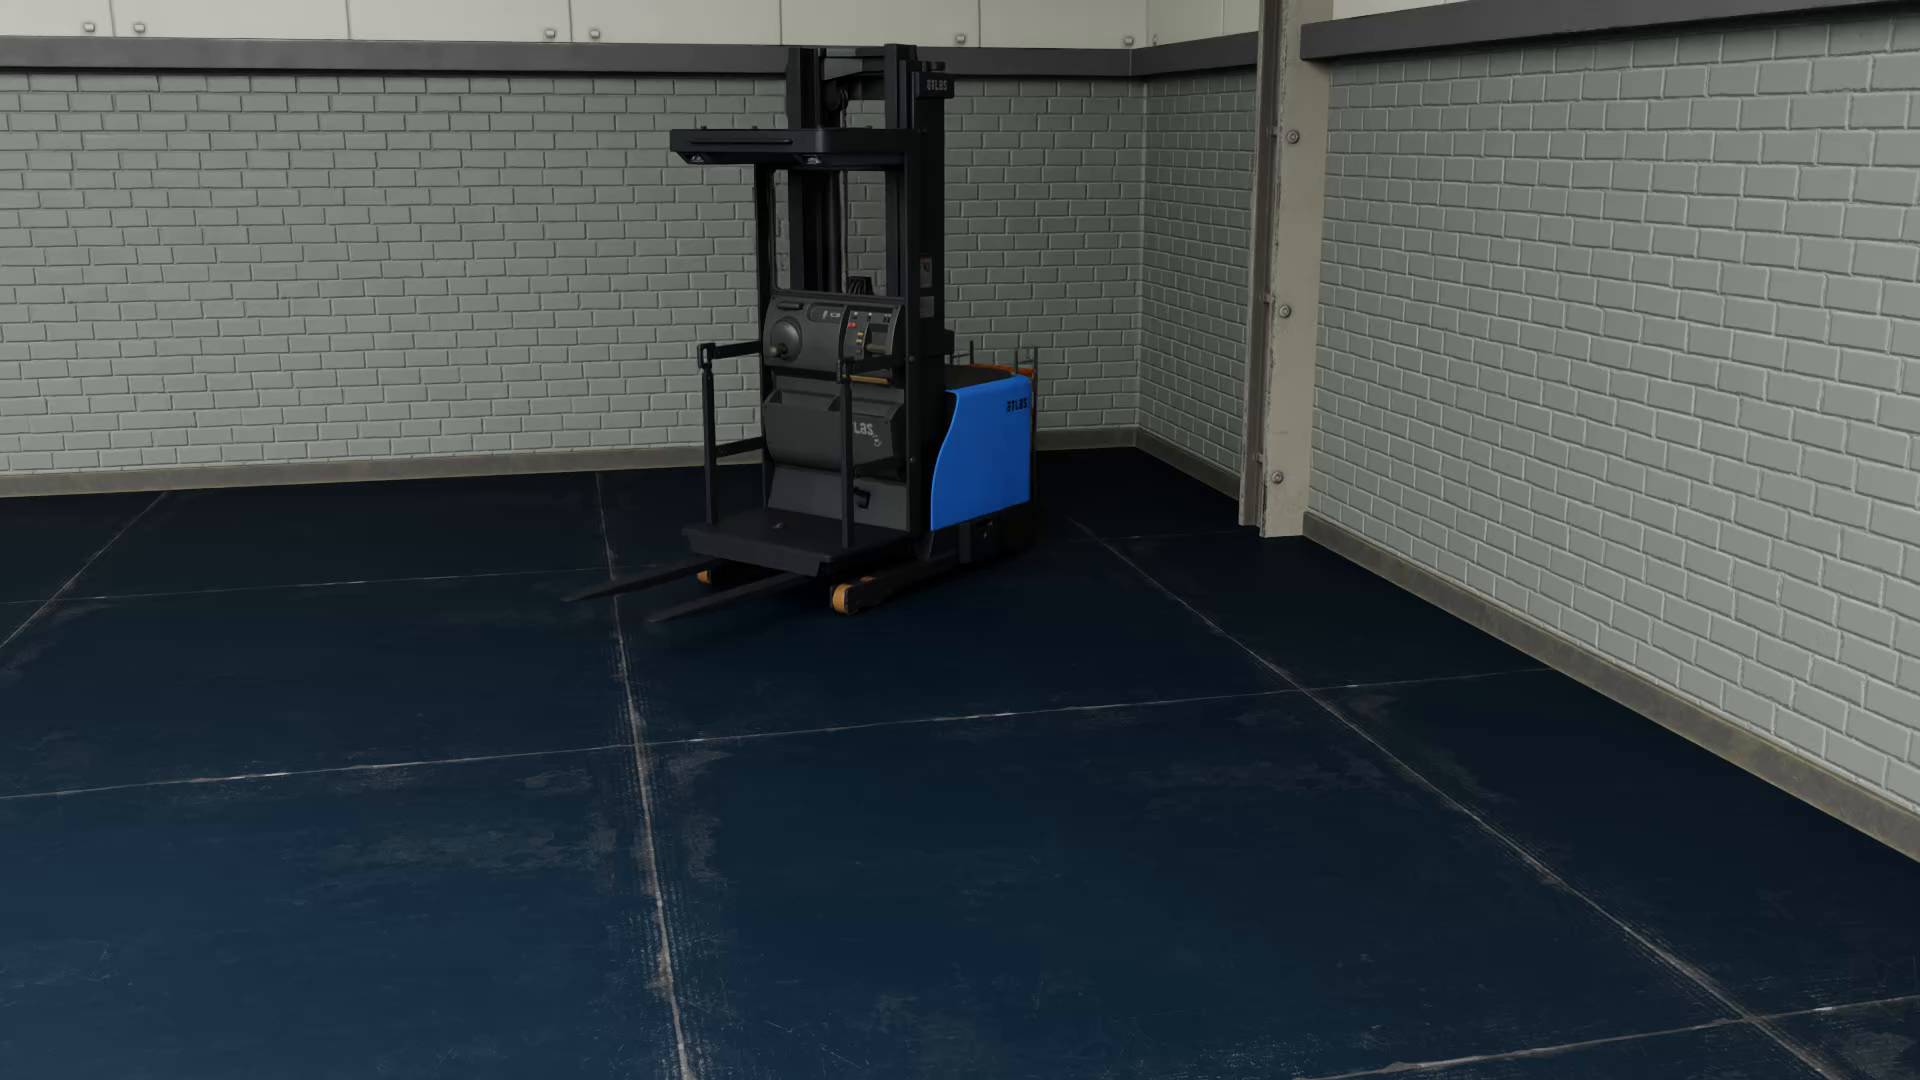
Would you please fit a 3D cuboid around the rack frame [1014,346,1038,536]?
[{"bbox_3d":[0.403,-0.591,10.319,0.015,1.200,0.240,10,17,35],"label":"rack frame"}]

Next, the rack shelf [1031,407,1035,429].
[{"bbox_3d":[0.206,-0.777,10.421,0.480,0.148,0.258,10,17,35],"label":"rack shelf"}]

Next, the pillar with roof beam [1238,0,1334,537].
[{"bbox_3d":[-2.171,-4.202,8.668,9.100,9.000,0.400,-3,14,-13],"label":"pillar with roof beam"}]

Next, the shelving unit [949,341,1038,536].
[{"bbox_3d":[0.206,-0.625,10.458,0.503,1.200,0.258,10,17,35],"label":"shelving unit"}]

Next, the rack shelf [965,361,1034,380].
[{"bbox_3d":[0.206,-1.007,10.365,0.480,0.148,0.258,10,17,35],"label":"rack shelf"}]

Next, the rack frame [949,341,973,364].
[{"bbox_3d":[0.009,-0.659,10.598,0.015,1.200,0.240,10,17,35],"label":"rack frame"}]

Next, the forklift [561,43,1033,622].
[{"bbox_3d":[-0.832,-1.157,8.989,1.130,2.935,3.031,10,17,35],"label":"forklift"}]

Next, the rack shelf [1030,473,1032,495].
[{"bbox_3d":[0.206,-0.367,10.521,0.480,0.148,0.258,10,17,35],"label":"rack shelf"}]

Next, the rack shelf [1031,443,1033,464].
[{"bbox_3d":[0.206,-0.560,10.474,0.480,0.148,0.258,10,17,35],"label":"rack shelf"}]
